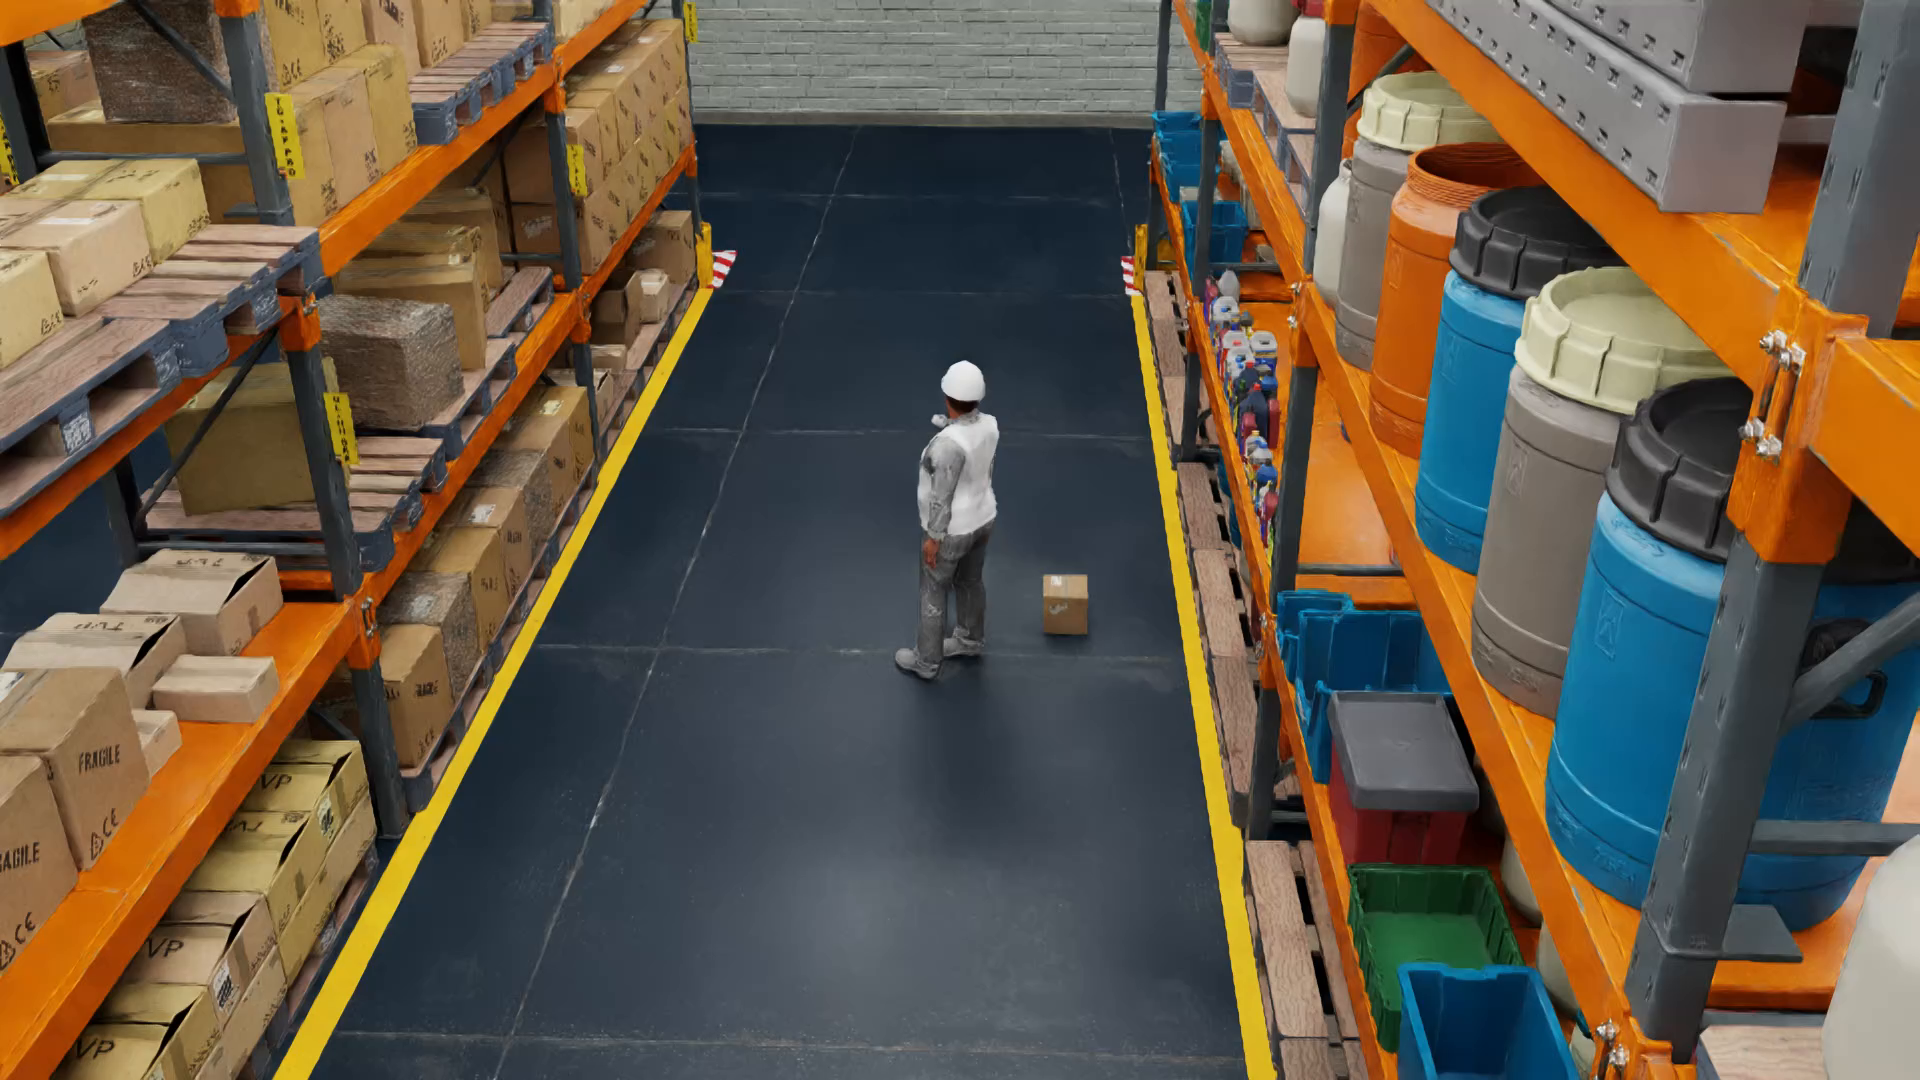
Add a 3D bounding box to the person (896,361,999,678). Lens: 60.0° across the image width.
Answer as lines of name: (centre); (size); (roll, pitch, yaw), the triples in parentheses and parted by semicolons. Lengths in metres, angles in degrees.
person: (-0.064, -0.120, 8.791); (0.491, 1.776, 0.570); (19, 33, 31)
